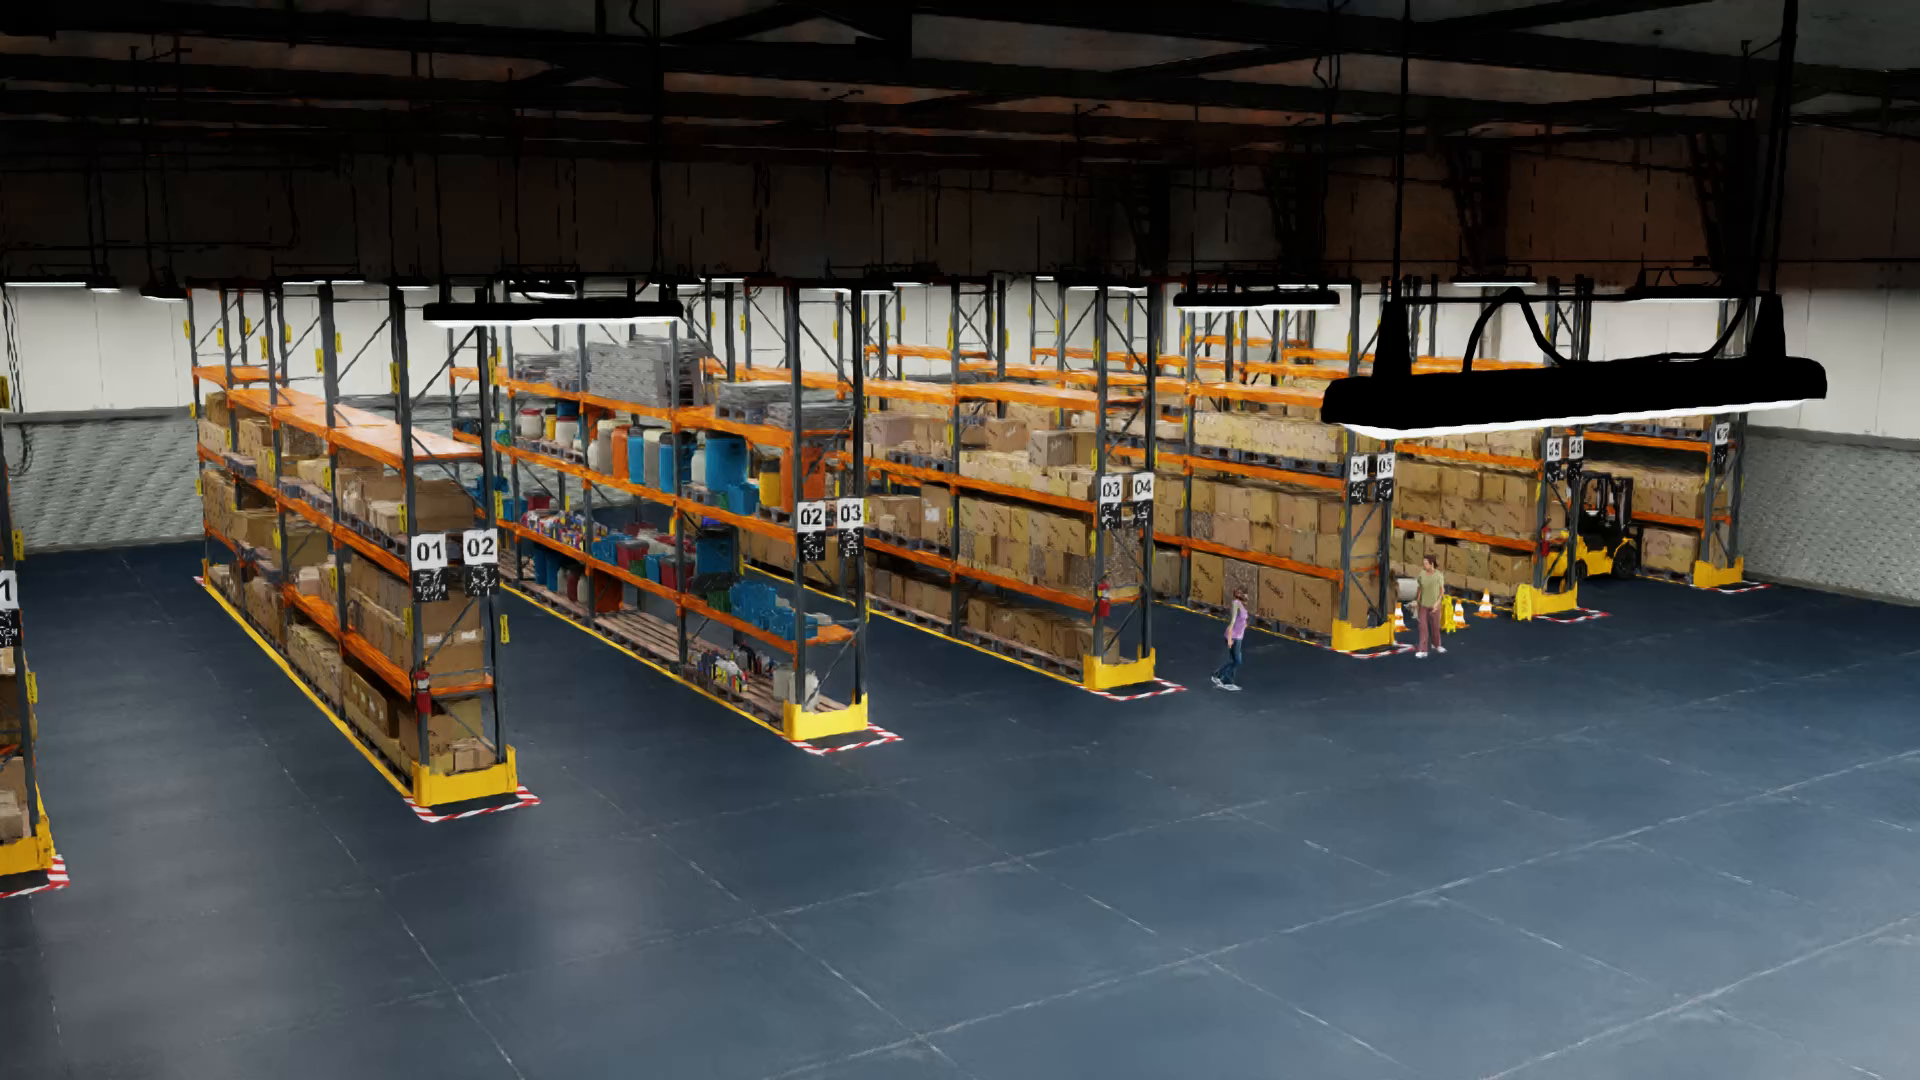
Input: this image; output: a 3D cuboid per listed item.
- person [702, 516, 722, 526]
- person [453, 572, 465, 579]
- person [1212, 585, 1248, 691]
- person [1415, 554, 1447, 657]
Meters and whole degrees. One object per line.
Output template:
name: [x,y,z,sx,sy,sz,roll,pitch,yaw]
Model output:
person: [-4.931,0.010,33.115,0.447,1.574,1.088,-6,11,-30]
person: [-8.478,0.820,28.506,0.416,1.525,1.034,-6,11,-33]
person: [4.007,1.467,24.650,0.476,1.552,0.478,3,10,19]
person: [7.601,1.042,26.832,0.482,1.664,0.701,5,11,29]
